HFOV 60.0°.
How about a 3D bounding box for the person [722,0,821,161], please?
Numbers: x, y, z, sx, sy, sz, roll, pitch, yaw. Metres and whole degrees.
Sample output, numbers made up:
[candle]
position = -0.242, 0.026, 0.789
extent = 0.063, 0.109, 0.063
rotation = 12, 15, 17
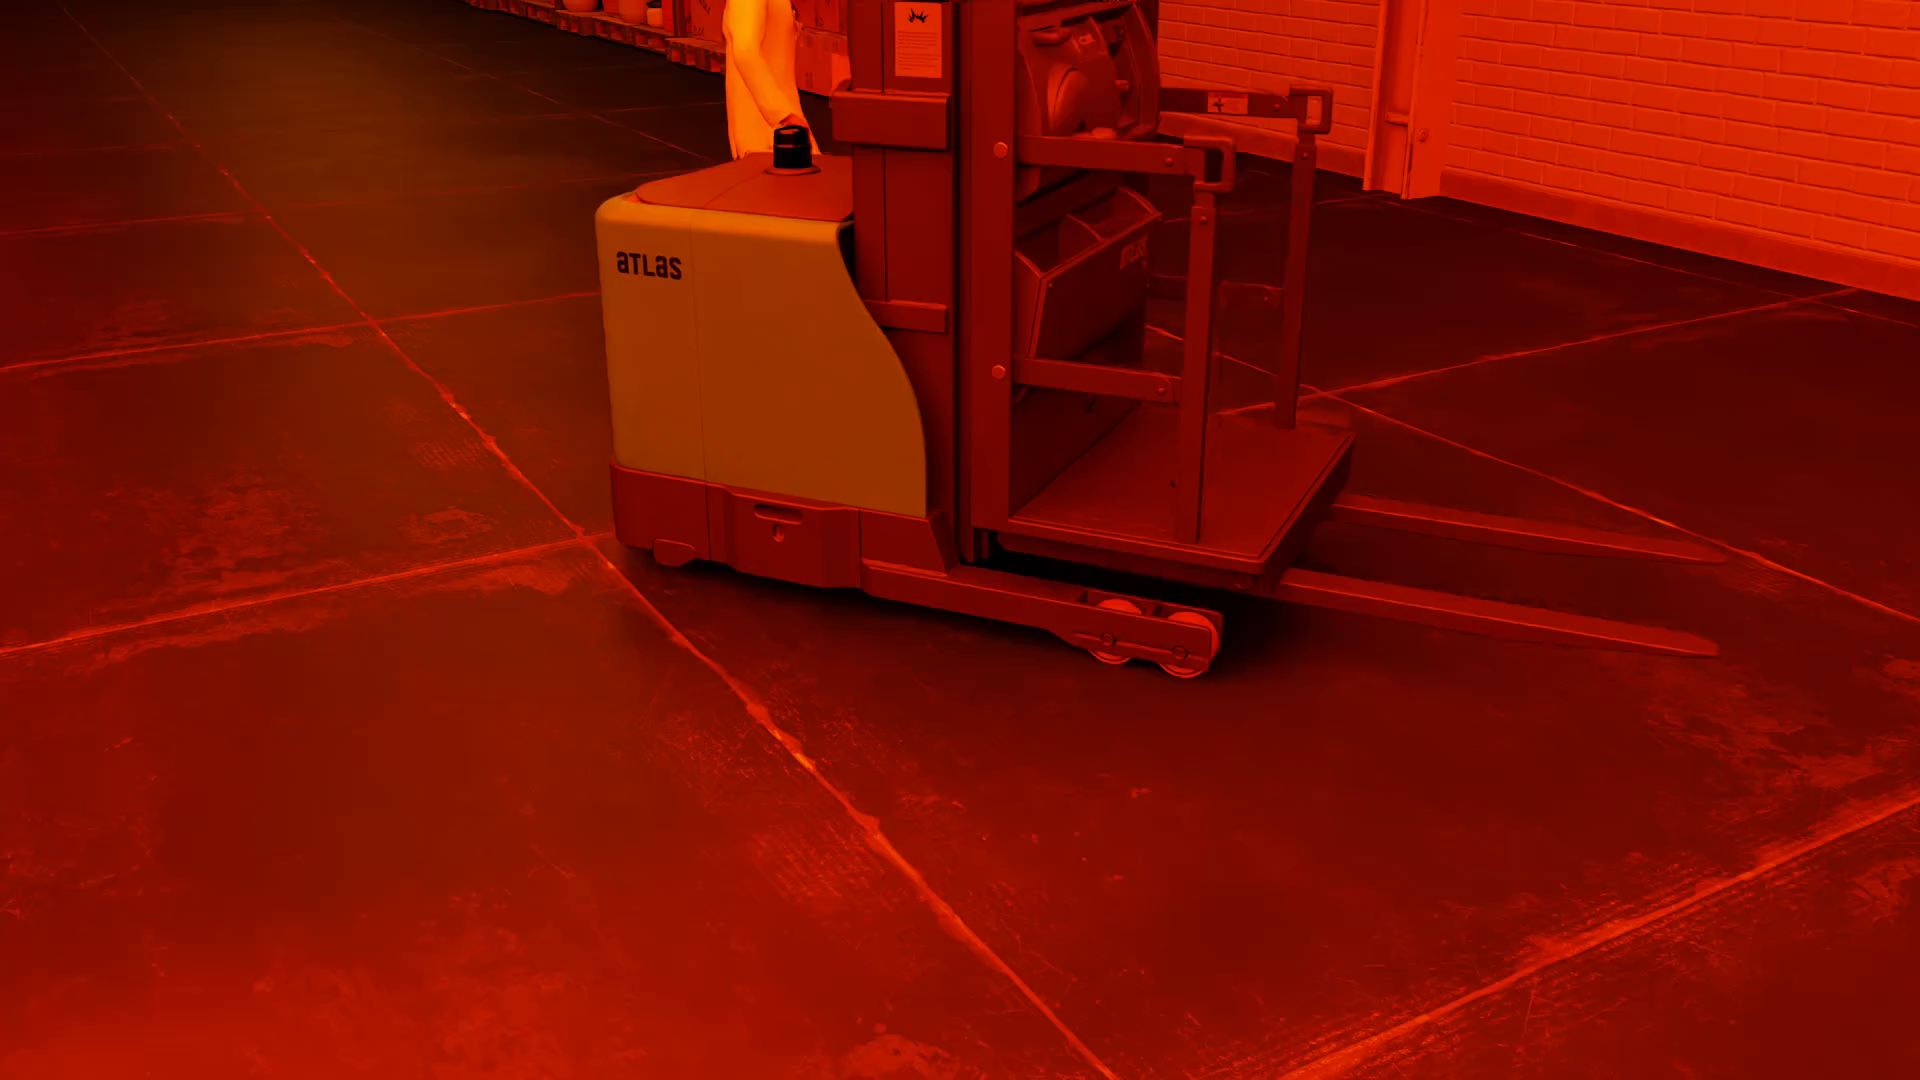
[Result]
[person]
position = -0.732, -1.713, 6.998
extent = 0.558, 1.759, 0.800
rotation = -7, 23, -17

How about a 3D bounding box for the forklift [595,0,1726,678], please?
[forklift]
position = 0.532, -1.231, 4.275
extent = 3.031, 2.935, 1.130
rotation = 10, 24, 22
